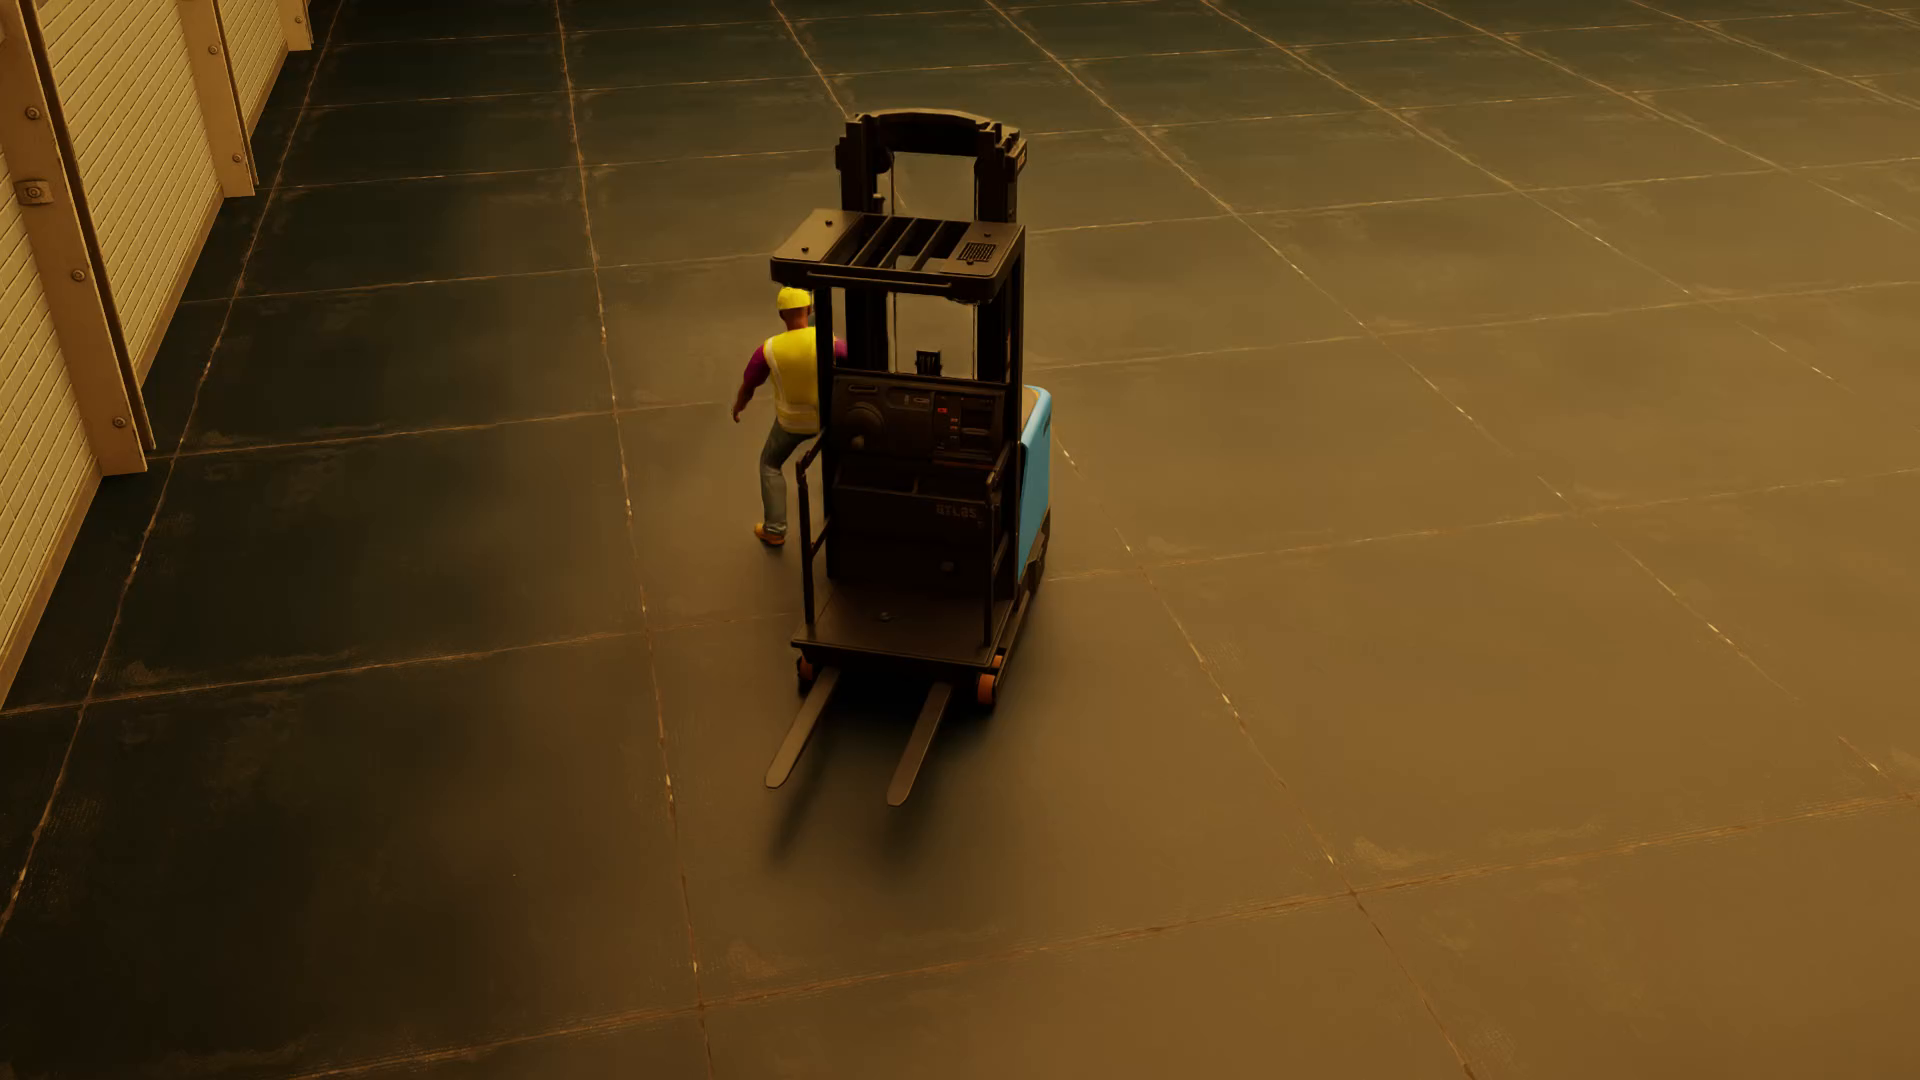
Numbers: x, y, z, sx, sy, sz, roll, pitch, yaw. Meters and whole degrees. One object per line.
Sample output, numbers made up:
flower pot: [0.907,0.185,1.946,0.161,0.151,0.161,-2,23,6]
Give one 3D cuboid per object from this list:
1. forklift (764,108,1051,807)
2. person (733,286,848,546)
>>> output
forklift: [-0.273,-0.590,8.594,1.130,2.935,3.031,7,31,11]
person: [-0.937,-0.808,10.270,0.987,1.660,0.601,1,30,3]
